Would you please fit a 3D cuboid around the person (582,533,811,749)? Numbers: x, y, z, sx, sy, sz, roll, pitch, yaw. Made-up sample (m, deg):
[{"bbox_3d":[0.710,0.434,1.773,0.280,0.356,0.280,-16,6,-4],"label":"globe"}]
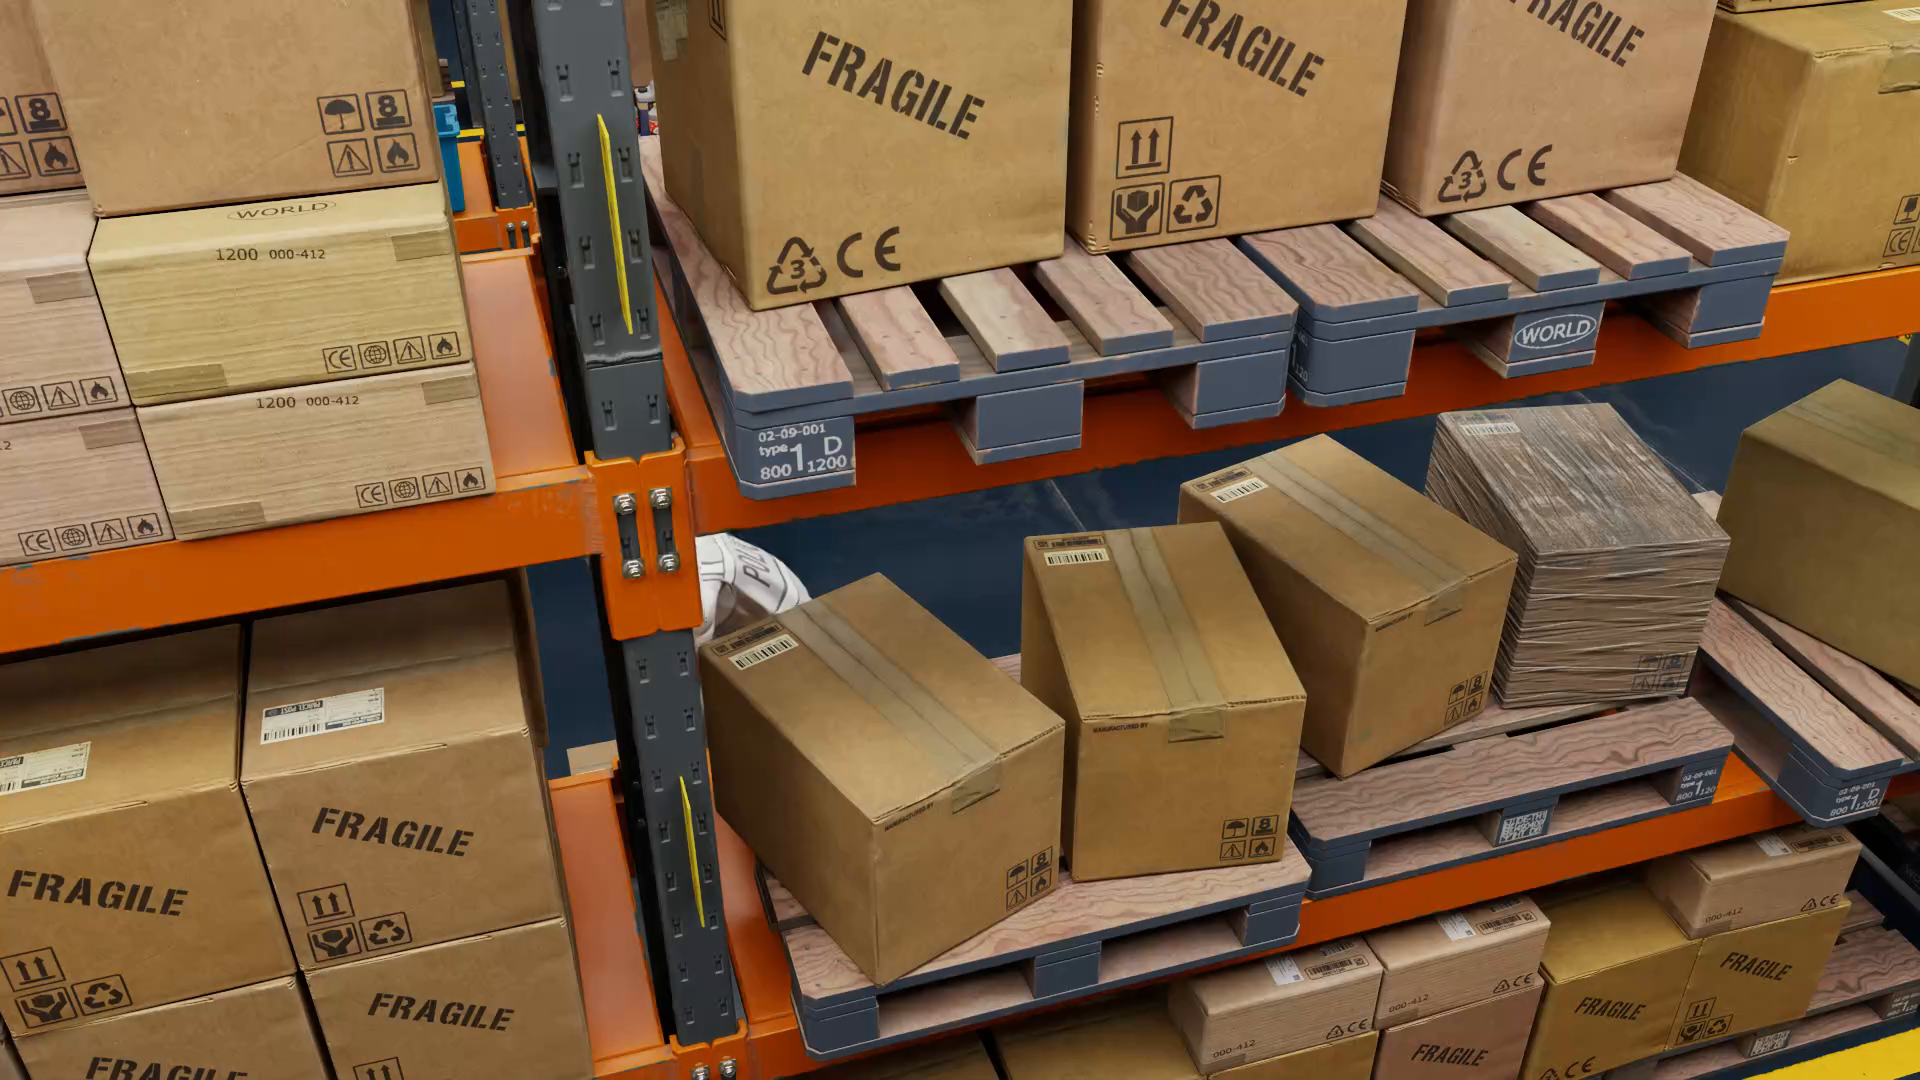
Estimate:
[{"bbox_3d":[-0.899,0.411,5.887,0.841,1.351,0.589,-10,35,-15],"label":"person"}]
